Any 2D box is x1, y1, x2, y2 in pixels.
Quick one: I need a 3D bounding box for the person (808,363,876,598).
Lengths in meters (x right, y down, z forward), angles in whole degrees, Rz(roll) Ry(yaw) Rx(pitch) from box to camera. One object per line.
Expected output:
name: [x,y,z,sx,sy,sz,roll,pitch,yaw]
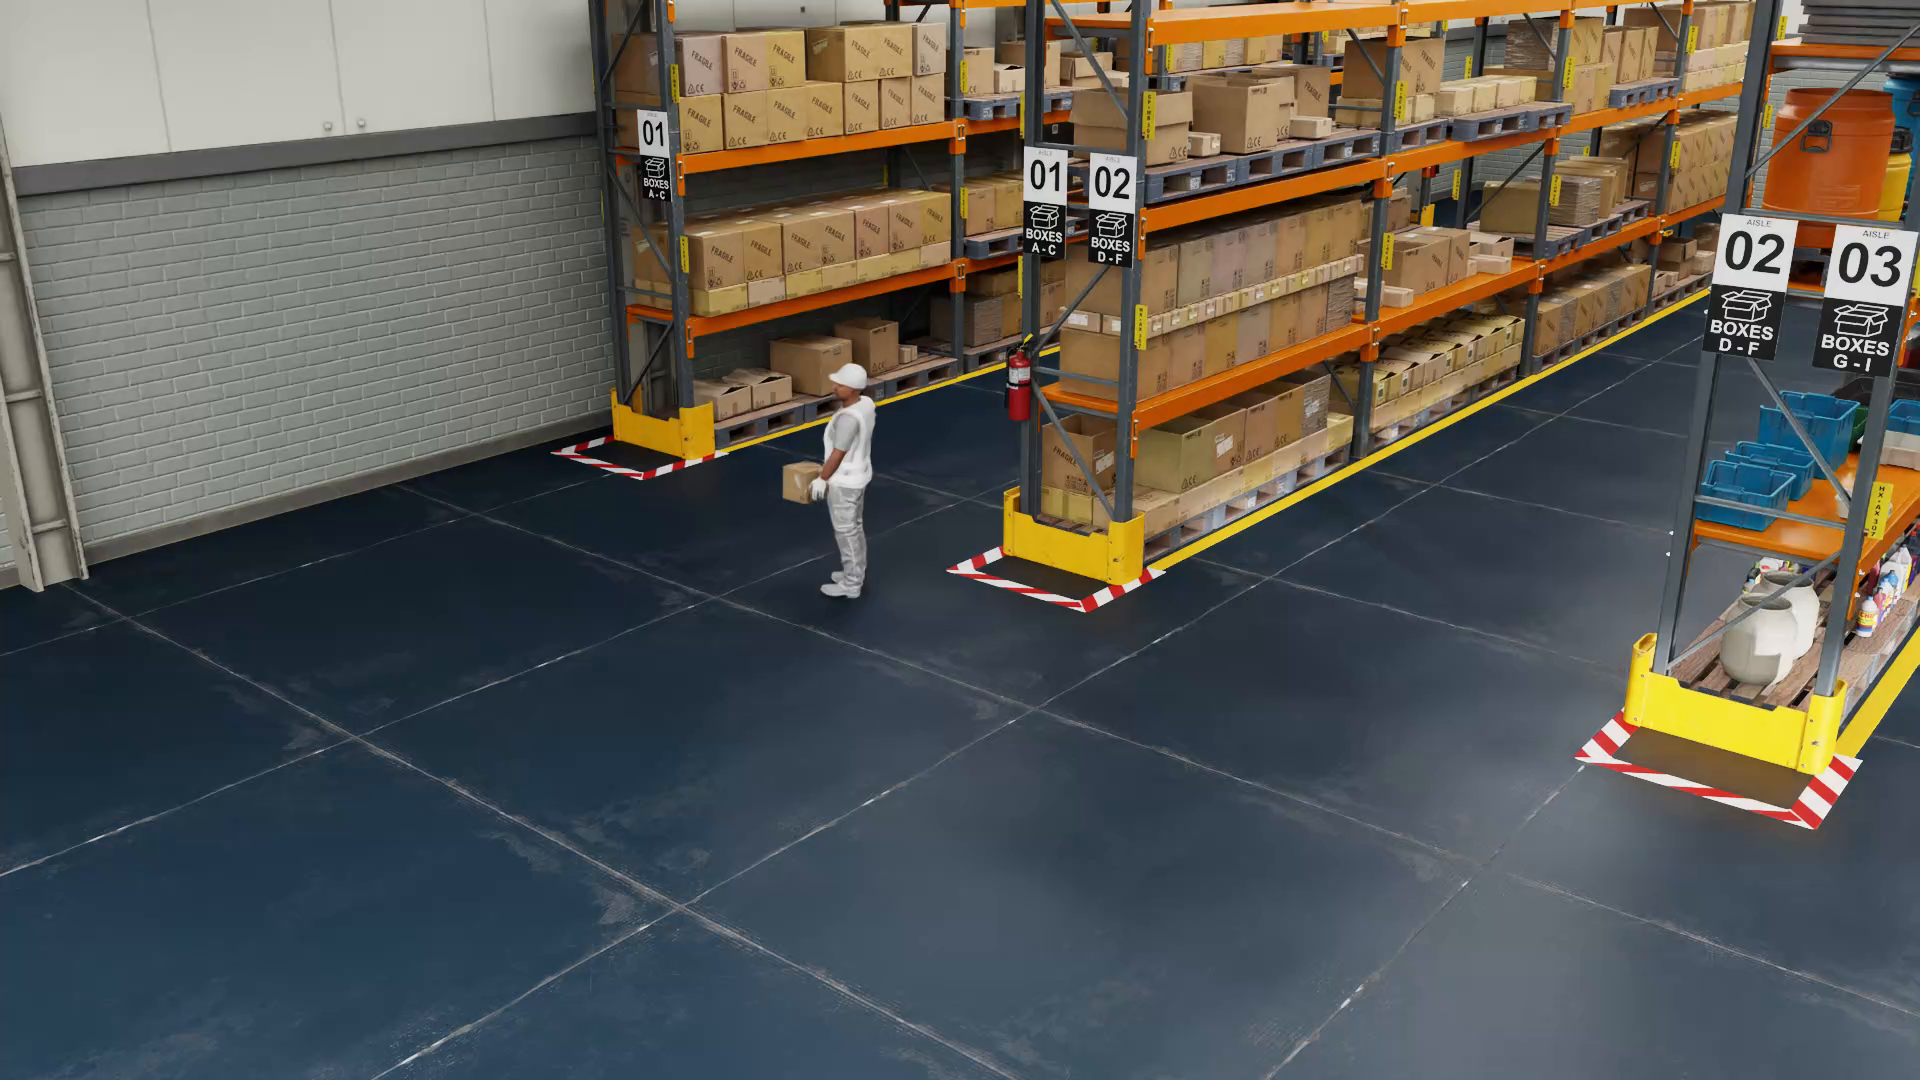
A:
person: [-0.866,-0.442,12.224,0.464,1.791,0.586,4,20,12]
